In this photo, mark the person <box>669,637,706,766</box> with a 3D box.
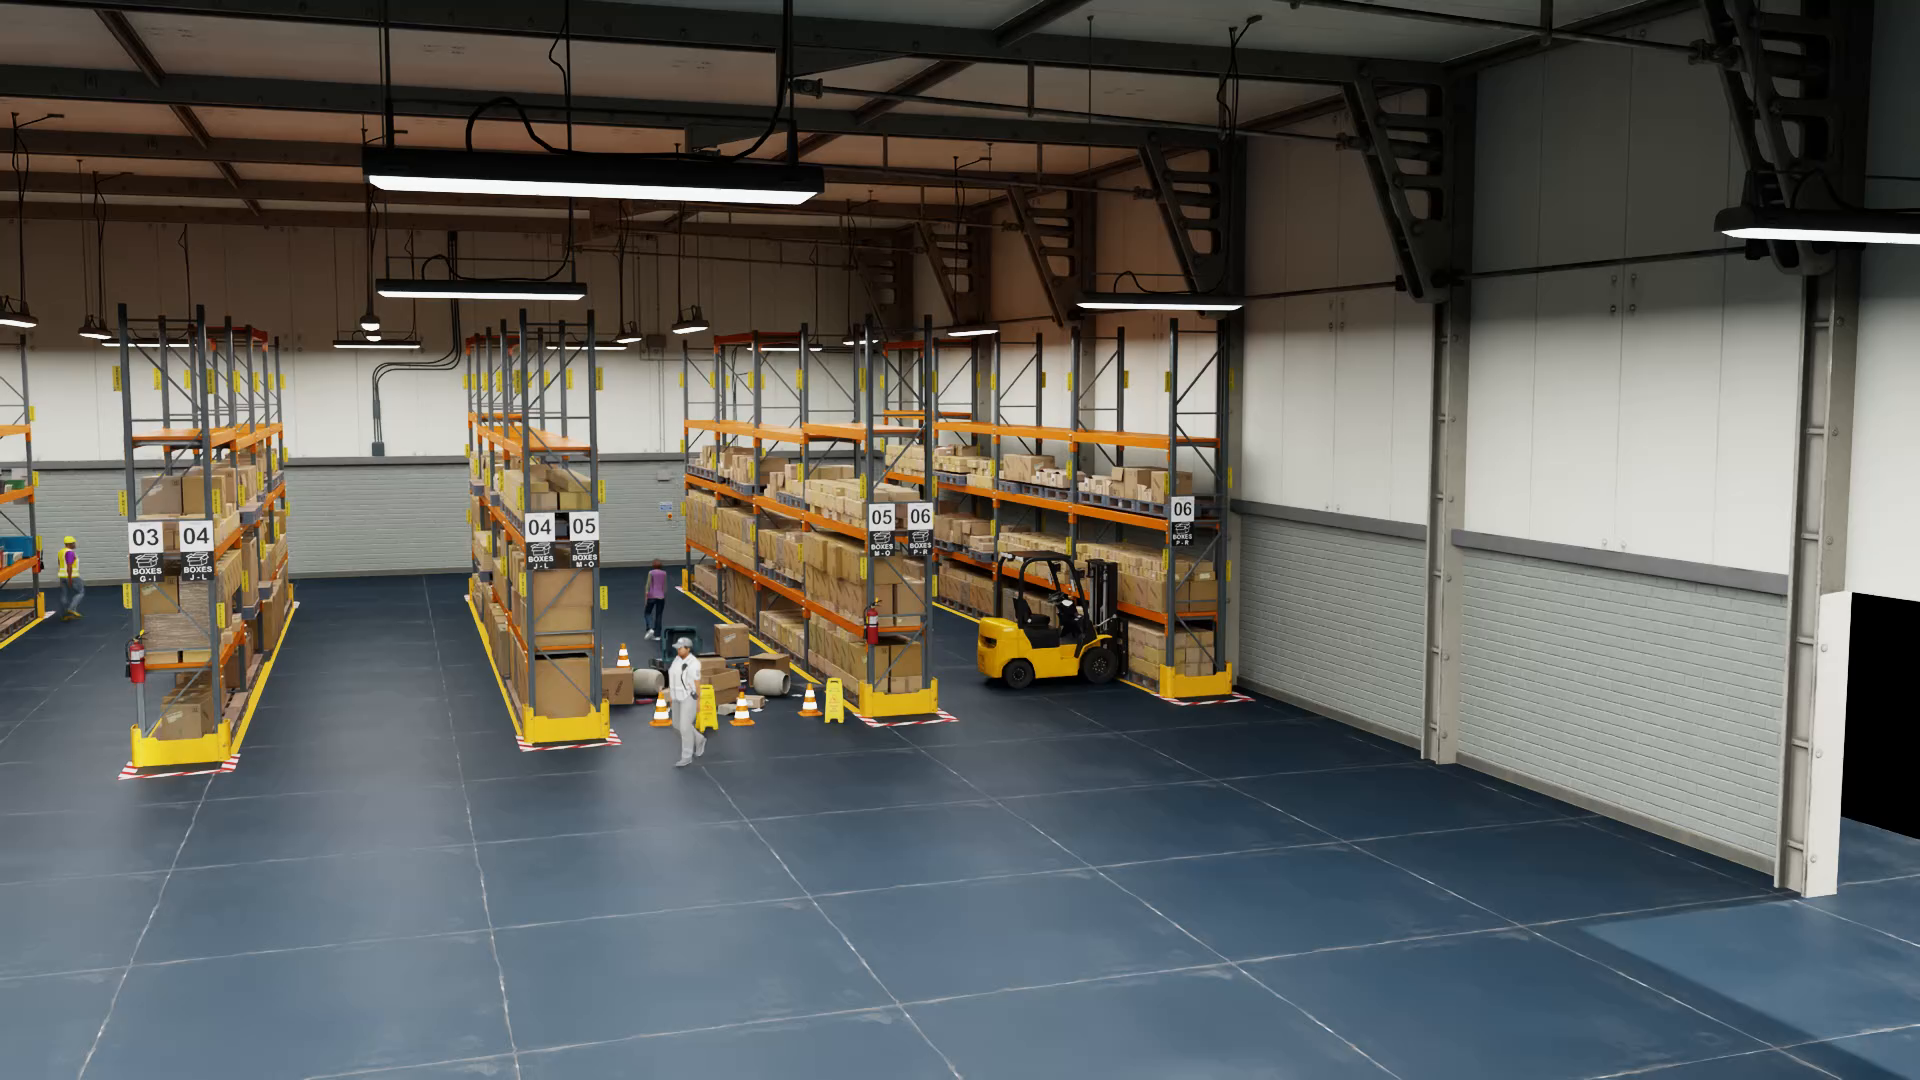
[{"bbox_3d":[-3.583,2.096,21.925,0.470,1.655,0.687,5,7,43],"label":"person"}]

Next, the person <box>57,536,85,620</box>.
[{"bbox_3d":[-18.775,0.797,35.004,0.577,1.745,0.506,2,6,16],"label":"person"}]

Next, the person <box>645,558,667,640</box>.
[{"bbox_3d":[-5.880,1.151,32.166,0.474,1.593,0.422,-2,6,-21],"label":"person"}]
